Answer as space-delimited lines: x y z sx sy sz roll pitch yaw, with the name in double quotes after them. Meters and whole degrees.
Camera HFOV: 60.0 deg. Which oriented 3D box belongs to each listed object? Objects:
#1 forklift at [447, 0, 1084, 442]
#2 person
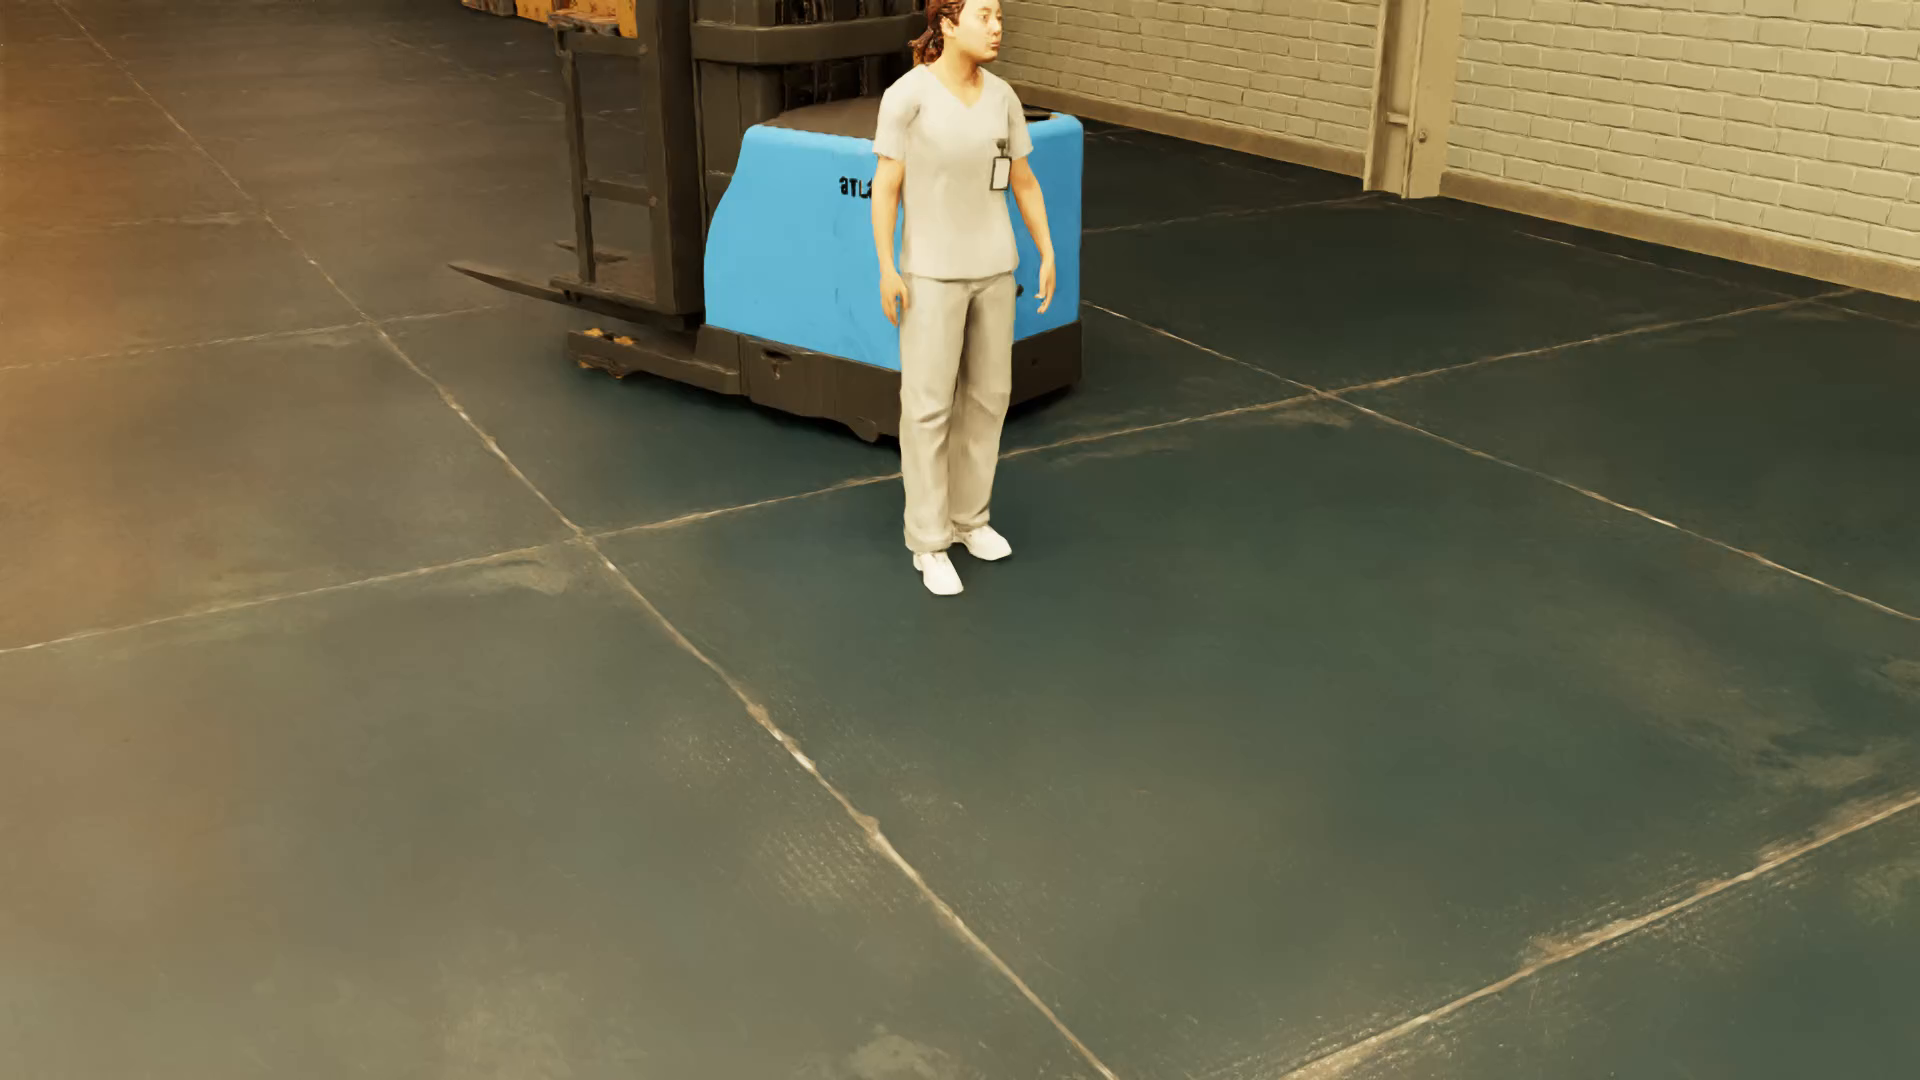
-0.983 -2.147 6.505 3.031 2.935 1.130 18 28 36 "forklift"
0.041 -0.734 4.720 0.550 1.673 0.520 -13 26 -28 "person"
